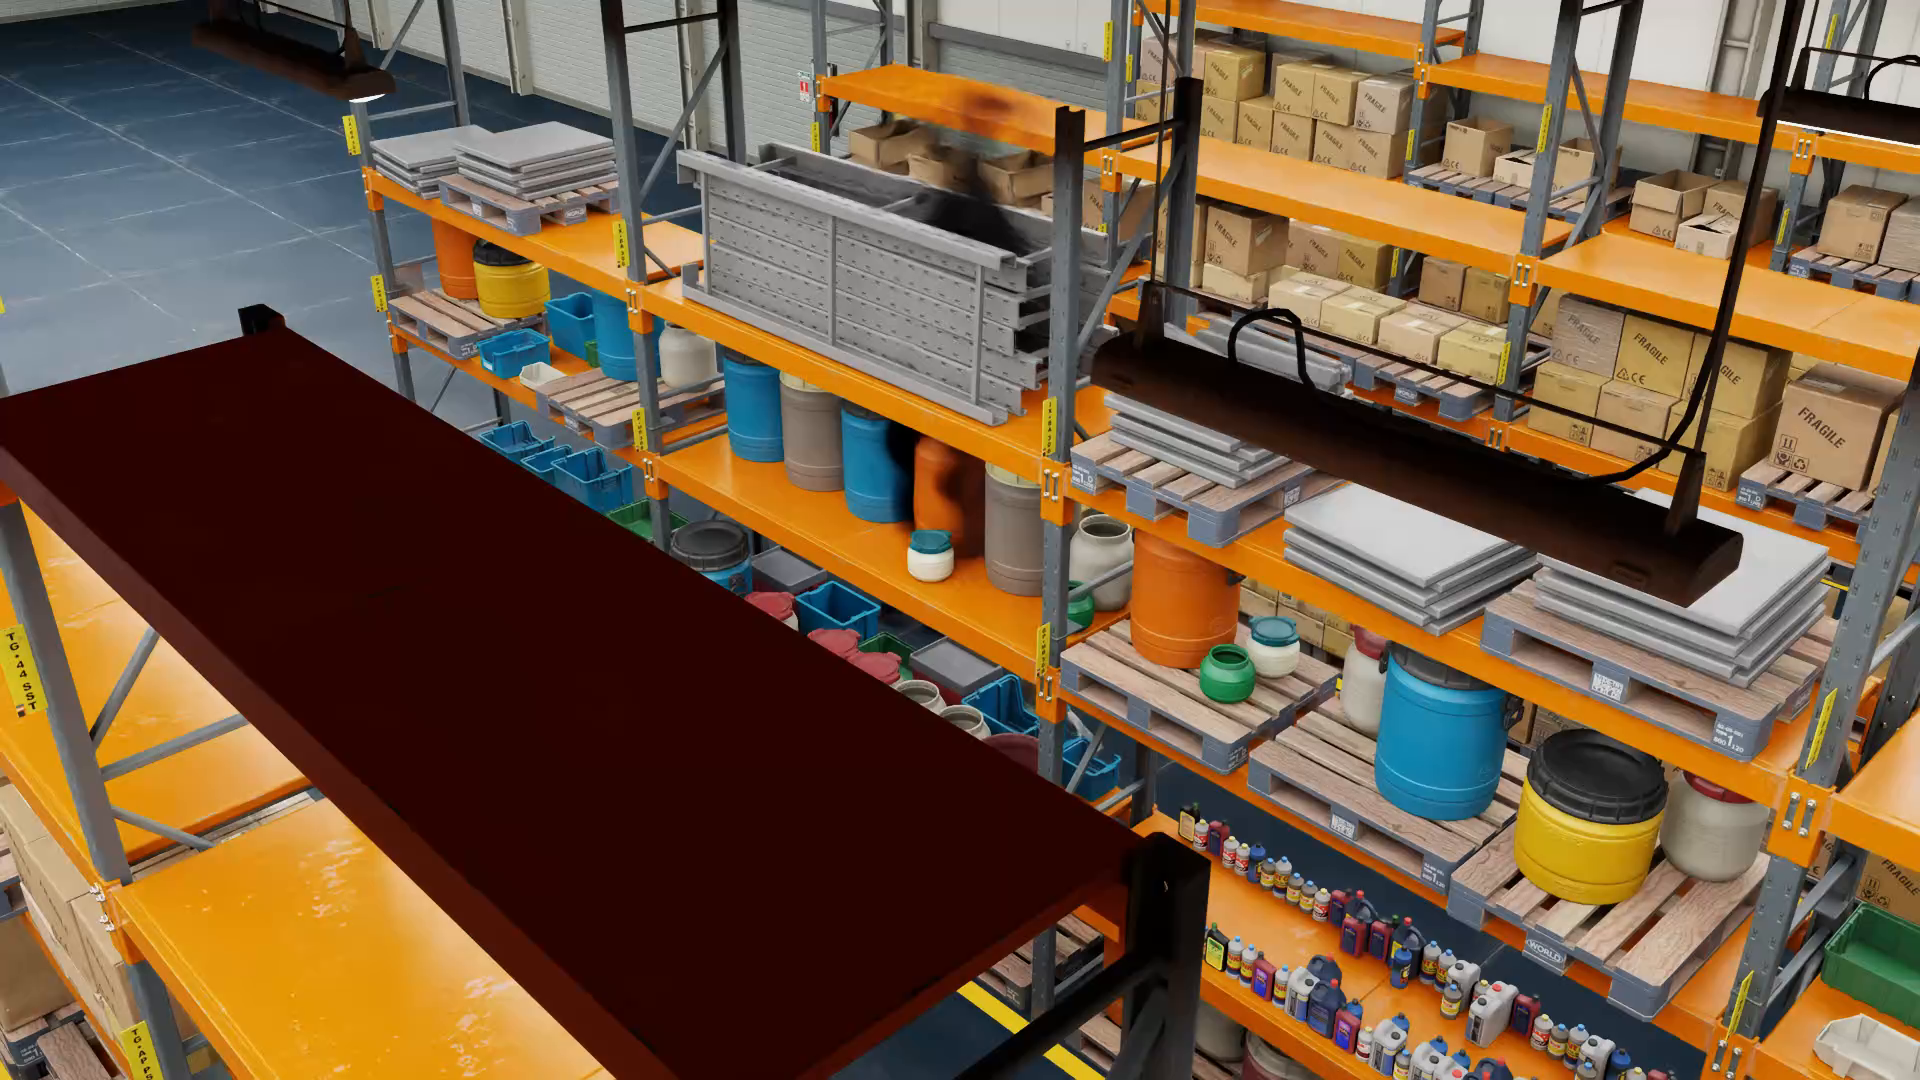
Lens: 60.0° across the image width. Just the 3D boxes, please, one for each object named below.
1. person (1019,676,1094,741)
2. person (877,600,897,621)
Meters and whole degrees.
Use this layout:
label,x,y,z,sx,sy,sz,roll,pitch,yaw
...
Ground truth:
label,x,y,z,sx,sy,sz,roll,pitch,yaw
person,0.725,1.054,13.145,0.844,1.668,0.608,25,37,38
person,-0.510,0.055,15.075,0.760,1.685,0.555,22,35,35
